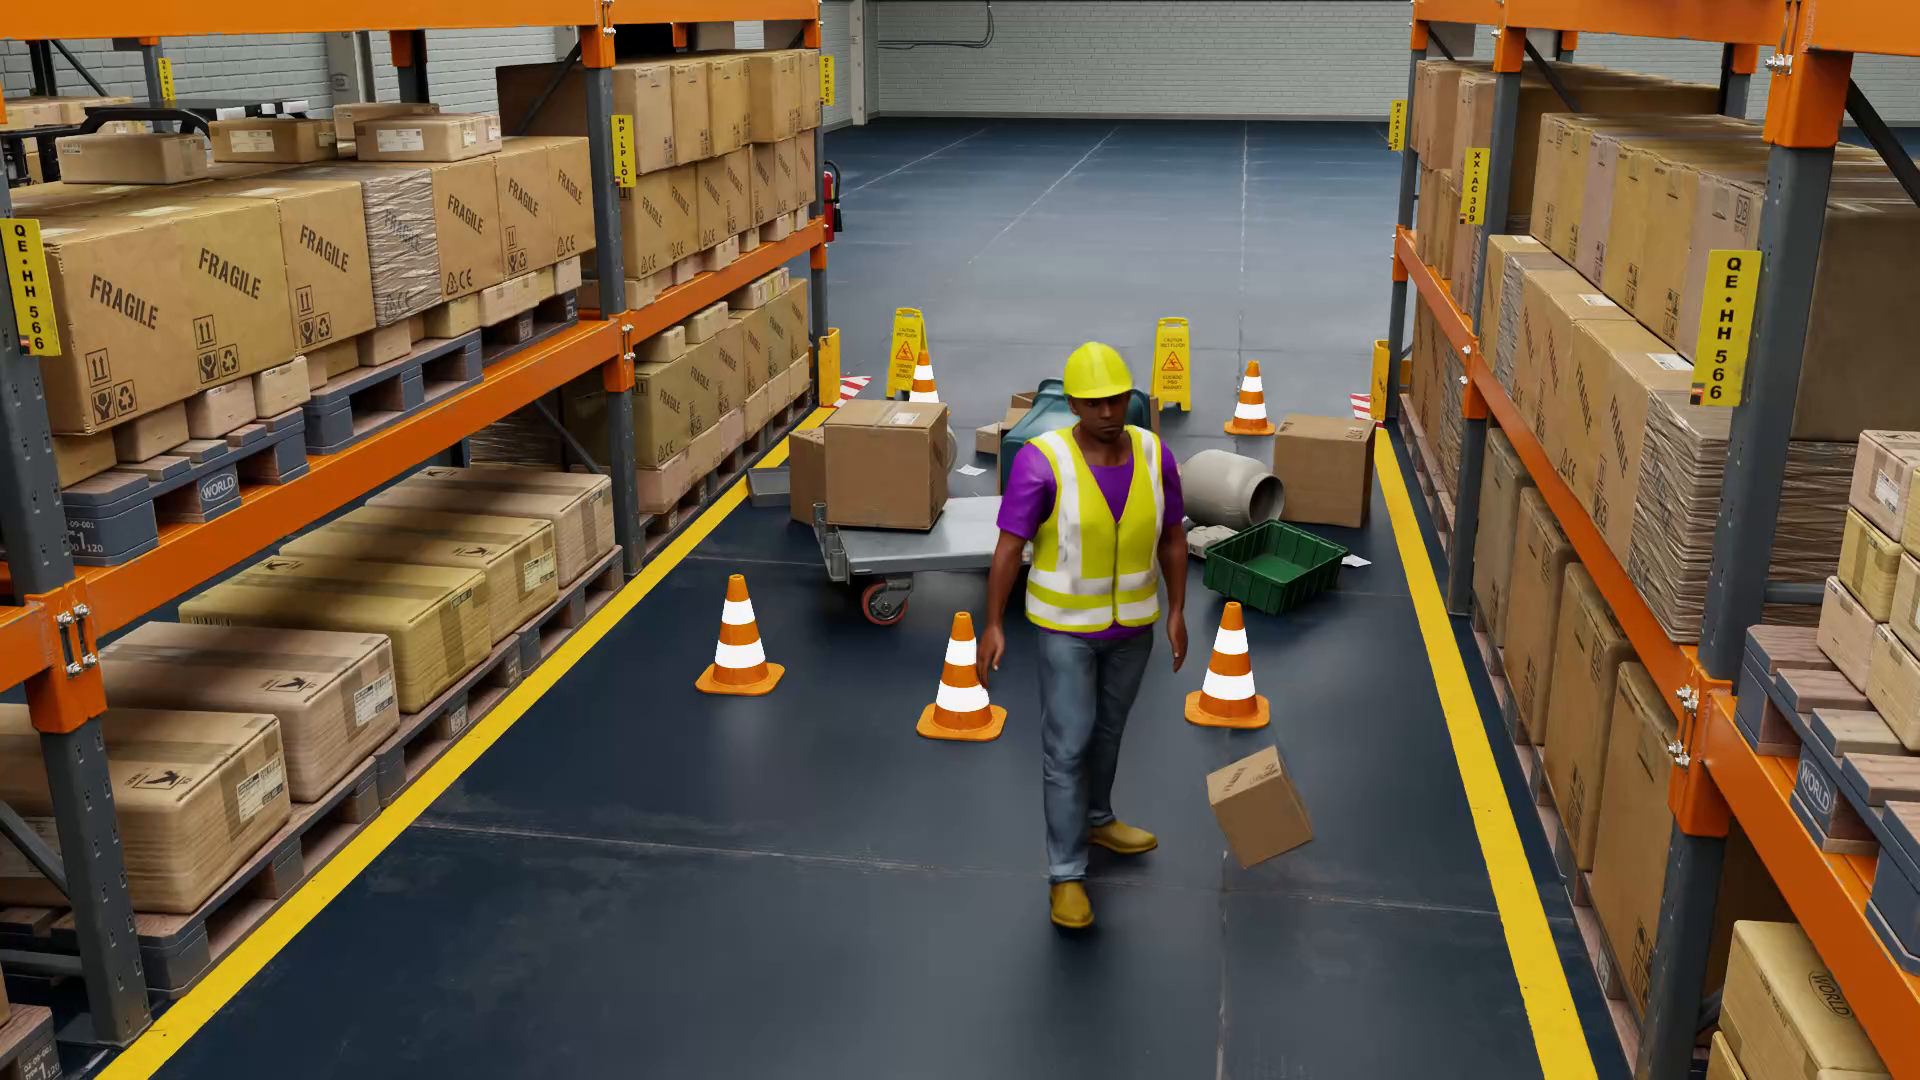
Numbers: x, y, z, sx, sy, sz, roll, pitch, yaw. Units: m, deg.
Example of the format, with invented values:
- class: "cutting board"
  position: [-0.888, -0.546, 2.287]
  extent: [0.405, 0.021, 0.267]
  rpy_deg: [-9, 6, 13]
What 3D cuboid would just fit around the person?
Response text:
- class: "person"
  position: [0.393, 0.279, 5.114]
  extent: [0.722, 1.766, 0.638]
  rpy_deg: [-7, 19, -22]
